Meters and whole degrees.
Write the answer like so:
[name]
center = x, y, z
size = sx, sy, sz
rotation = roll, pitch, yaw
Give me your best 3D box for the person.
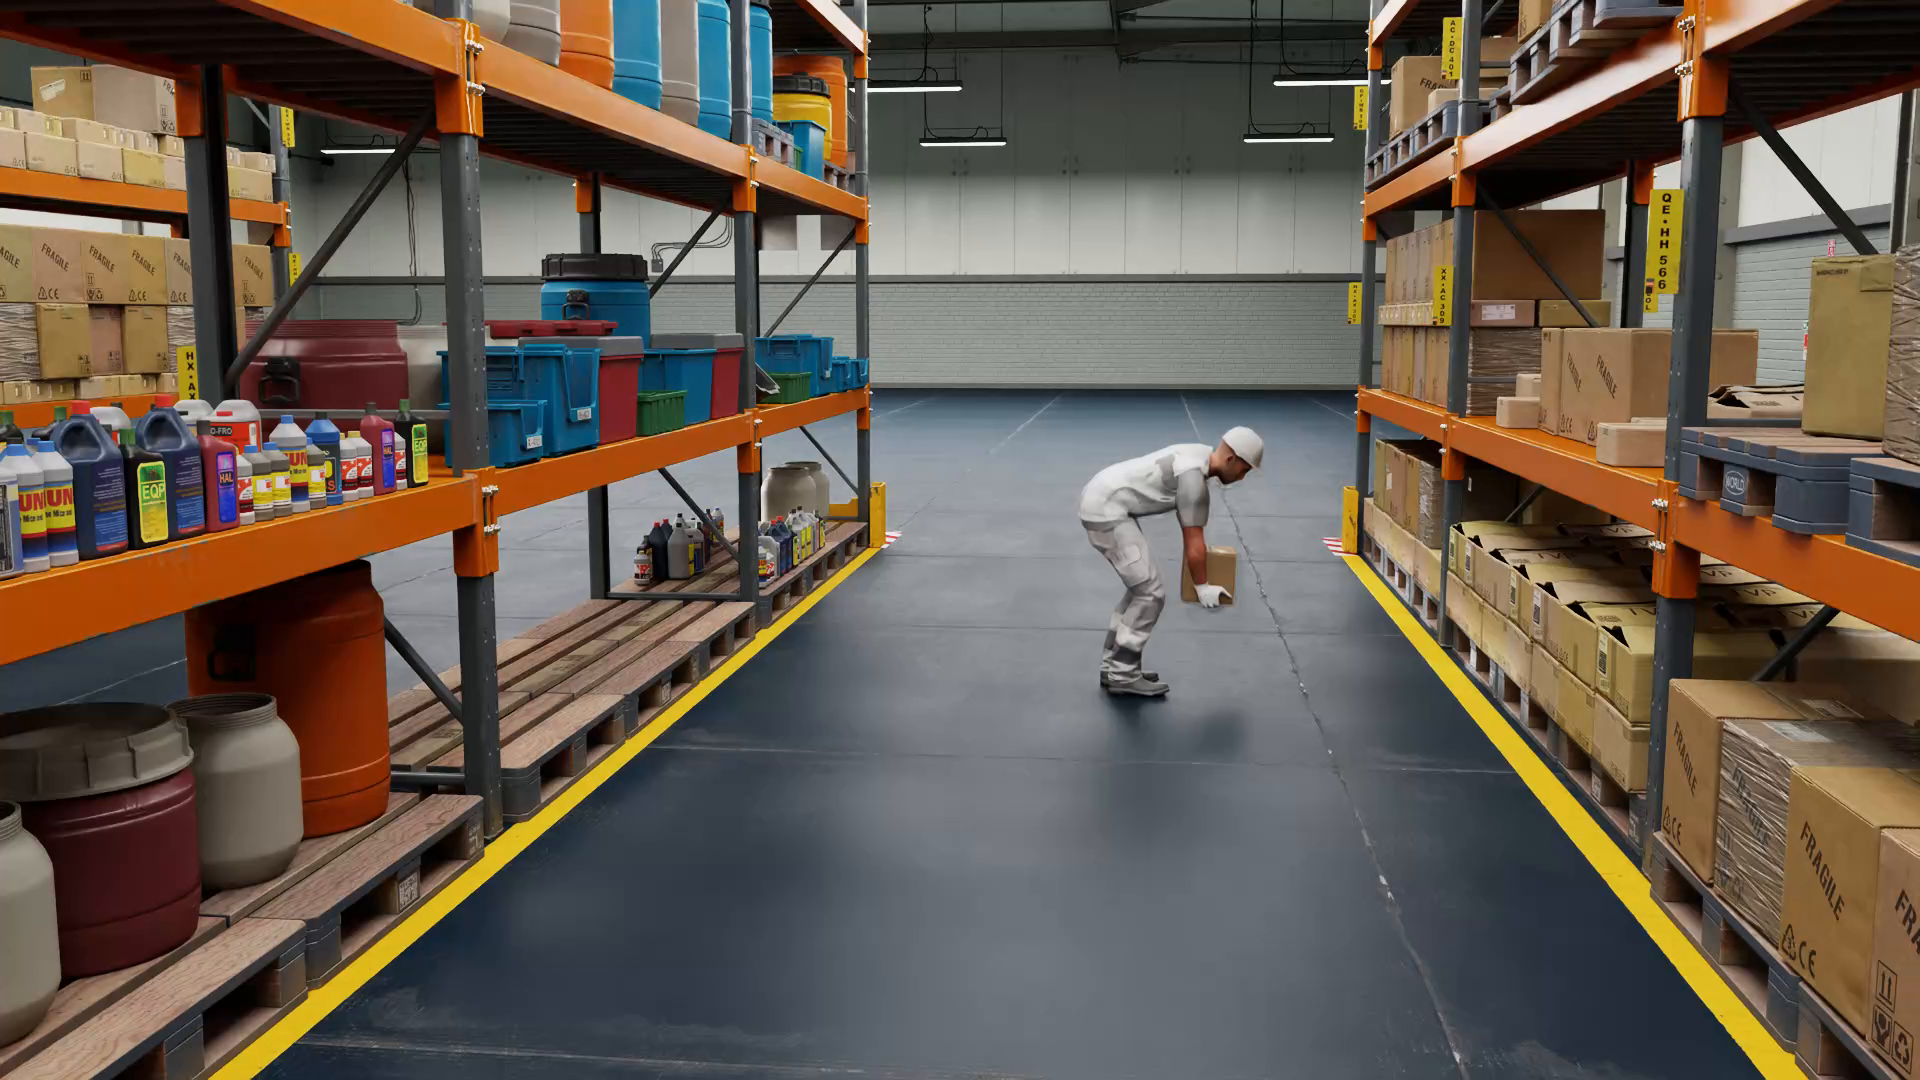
[person]
center = 1.035, 0.096, 8.251
size = 0.910, 1.319, 0.495
rotation = 1, 8, 4
